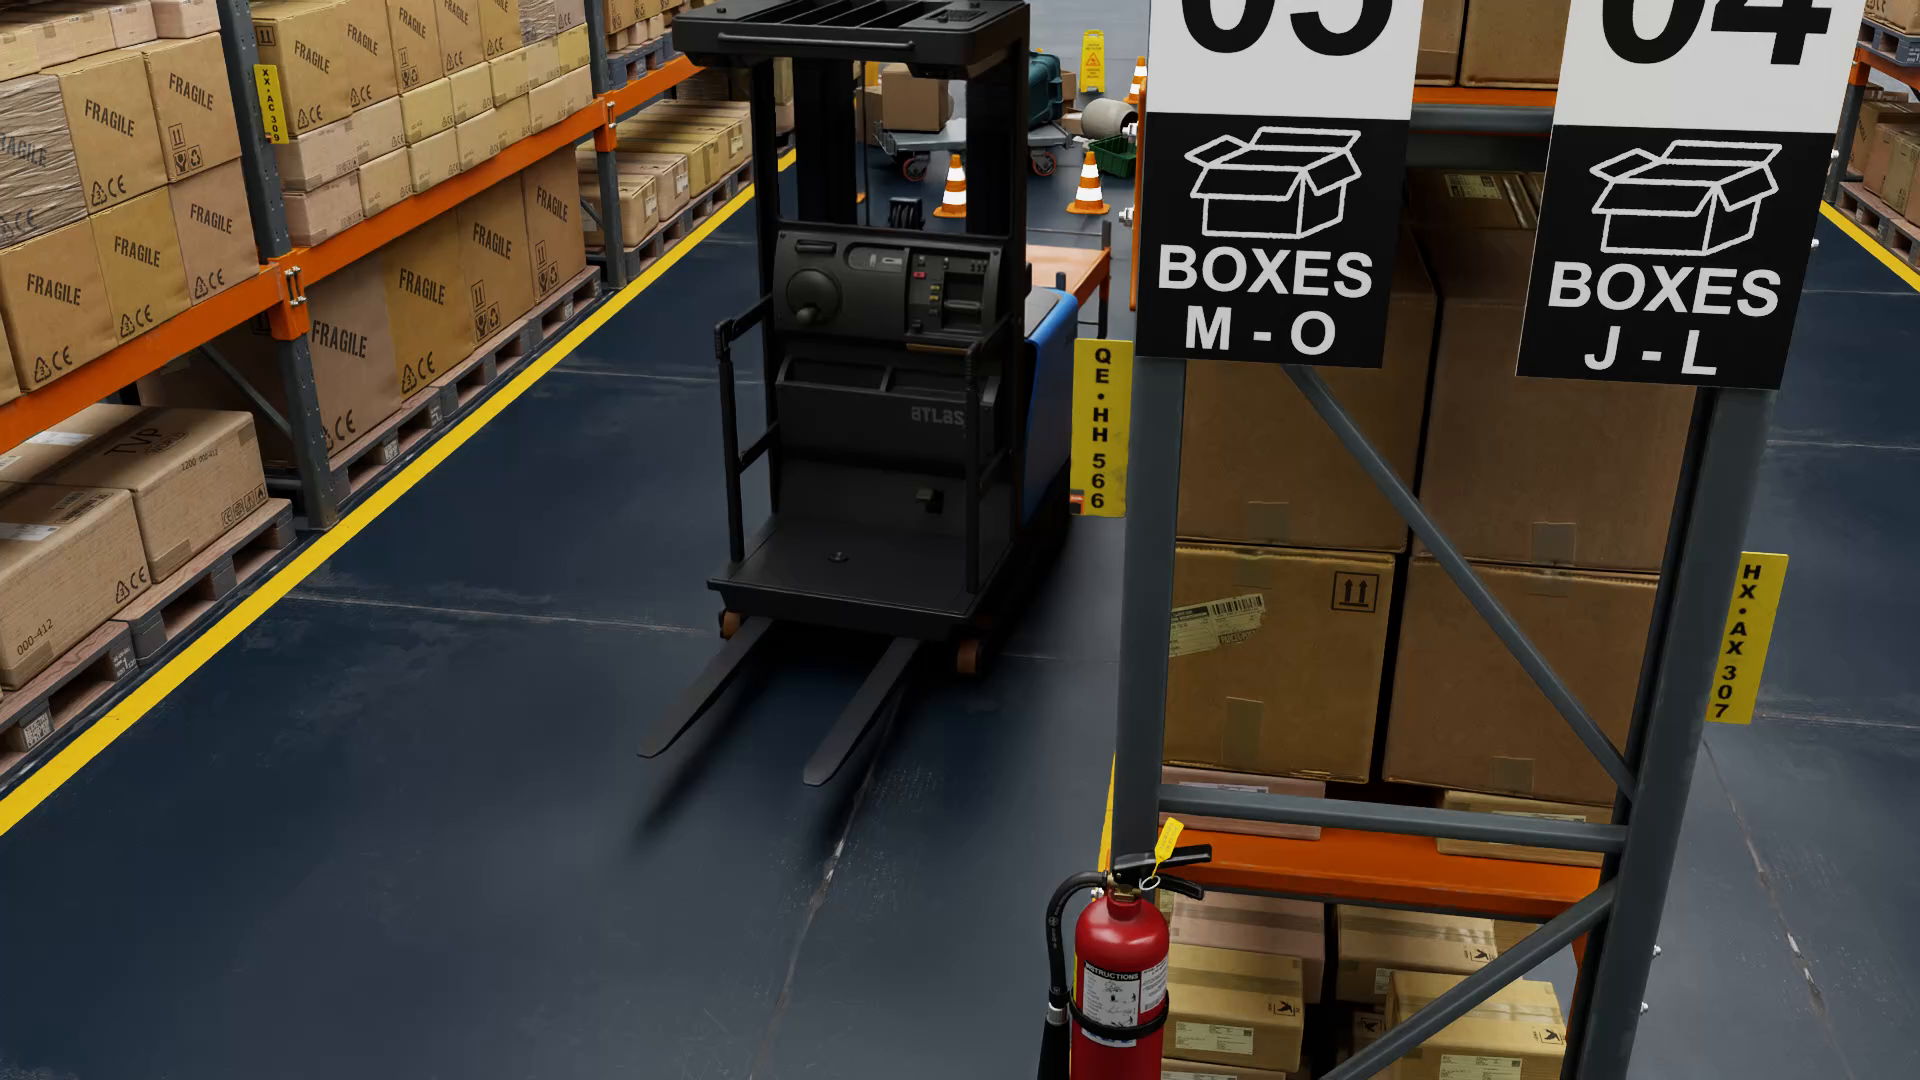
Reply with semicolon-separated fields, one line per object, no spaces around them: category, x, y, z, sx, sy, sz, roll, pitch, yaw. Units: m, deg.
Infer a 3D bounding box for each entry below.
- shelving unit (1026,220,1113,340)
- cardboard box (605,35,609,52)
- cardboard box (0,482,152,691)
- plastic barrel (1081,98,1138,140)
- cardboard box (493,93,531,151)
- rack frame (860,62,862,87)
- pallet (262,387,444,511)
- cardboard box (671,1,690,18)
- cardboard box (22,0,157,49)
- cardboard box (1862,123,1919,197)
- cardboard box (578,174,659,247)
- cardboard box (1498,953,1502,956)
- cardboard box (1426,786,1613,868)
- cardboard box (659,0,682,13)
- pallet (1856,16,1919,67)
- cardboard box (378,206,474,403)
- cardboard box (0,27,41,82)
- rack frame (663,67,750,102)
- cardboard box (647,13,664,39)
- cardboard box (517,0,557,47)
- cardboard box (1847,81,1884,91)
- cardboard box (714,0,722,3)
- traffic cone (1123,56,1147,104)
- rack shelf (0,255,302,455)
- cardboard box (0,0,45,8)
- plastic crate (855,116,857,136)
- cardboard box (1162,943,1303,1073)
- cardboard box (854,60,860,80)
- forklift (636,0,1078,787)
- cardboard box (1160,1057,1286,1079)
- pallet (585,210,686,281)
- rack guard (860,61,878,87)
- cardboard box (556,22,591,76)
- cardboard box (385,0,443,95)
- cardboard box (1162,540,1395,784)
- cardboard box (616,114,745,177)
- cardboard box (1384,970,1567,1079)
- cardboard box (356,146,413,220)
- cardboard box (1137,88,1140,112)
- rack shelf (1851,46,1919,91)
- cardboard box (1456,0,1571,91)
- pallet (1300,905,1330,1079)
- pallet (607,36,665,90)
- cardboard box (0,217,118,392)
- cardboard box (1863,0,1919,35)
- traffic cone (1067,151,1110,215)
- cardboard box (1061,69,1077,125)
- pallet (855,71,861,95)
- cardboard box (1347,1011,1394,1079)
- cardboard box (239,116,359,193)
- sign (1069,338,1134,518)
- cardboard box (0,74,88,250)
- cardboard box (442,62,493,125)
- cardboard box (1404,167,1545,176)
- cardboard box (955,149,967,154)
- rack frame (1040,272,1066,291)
shelving unit;0.398;-0.971;8.497;0.538;1.125;1.048;7;26;15
cardboard box;-2.568;-3.322;11.110;0.380;0.149;0.250;3;25;5
cardboard box;-3.813;0.150;6.418;0.875;0.438;0.875;3;25;7
plastic barrel;1.421;-3.909;15.602;0.421;0.421;0.512;-20;32;-36
cardboard box;-2.797;-2.401;9.518;0.500;0.250;0.500;4;25;8
rack frame;-1.497;-6.469;18.031;1.000;3.000;0.127;4;25;9
pallet;-3.407;-0.515;8.601;1.003;0.211;1.213;4;25;9
cardboard box;-2.256;-3.995;12.547;0.380;0.149;0.250;5;26;10
cardboard box;-3.345;-1.988;6.397;0.380;0.149;0.250;5;25;10
cardboard box;7.504;-2.921;12.882;0.700;0.500;0.500;2;25;4
cardboard box;-2.703;-2.358;11.855;0.950;0.372;0.625;2;25;5
cardboard box;1.335;1.109;4.710;0.380;0.149;0.250;4;25;9
cardboard box;1.164;0.525;3.387;0.380;0.149;0.250;4;25;8
cardboard box;-2.344;-4.106;12.020;0.500;0.500;0.500;4;25;9
pallet;7.357;-3.713;12.370;1.003;0.211;1.213;4;25;9
cardboard box;-3.296;-1.321;9.045;0.875;0.875;0.875;5;26;10
cardboard box;-3.424;-1.670;5.717;0.380;0.149;0.250;4;25;8
rack frame;-2.151;-4.796;14.457;1.000;3.000;0.127;4;25;9
cardboard box;-2.333;-3.663;11.838;0.380;0.149;0.250;4;25;9
cardboard box;-2.707;-3.171;9.690;0.500;0.500;0.500;4;25;9
cardboard box;7.841;-3.837;14.862;0.500;0.500;0.500;2;25;4
cardboard box;-2.068;-4.312;13.224;0.380;0.149;0.250;4;25;9
traffic cone;1.915;-4.895;17.662;0.336;0.463;0.334;4;25;9
rack shelf;-3.785;-0.288;5.675;1.077;0.370;4.000;4;25;9
cardboard box;-3.792;-2.019;6.463;0.380;0.149;0.250;4;25;9
plastic crate;-1.085;-4.073;16.358;0.402;0.080;0.583;-5;25;-10
cardboard box;0.624;1.116;3.992;0.380;0.149;0.250;4;25;9
cardboard box;-1.368;-5.047;17.742;0.500;0.250;0.500;4;25;8
forklift;-0.351;-0.969;6.364;1.130;2.935;3.031;7;26;15
cardboard box;0.593;1.250;4.059;0.380;0.149;0.250;3;25;7
pallet;-2.676;-2.187;12.172;1.003;0.211;1.213;4;25;9
rack guard;-1.510;-5.305;18.493;1.175;0.500;0.348;4;25;9
cardboard box;-2.633;-3.061;10.339;0.500;0.250;0.500;4;25;8
cardboard box;-2.963;-2.536;8.333;0.500;0.500;0.500;3;25;7
cardboard box;0.607;0.138;3.448;0.500;0.500;0.500;5;25;10
cardboard box;-2.348;-3.275;13.813;0.950;0.372;0.625;6;26;12
cardboard box;1.209;1.160;3.900;0.380;0.149;0.250;3;25;6
cardboard box;-3.043;-1.764;8.158;0.500;0.250;0.500;3;25;7
cardboard box;1.990;-4.084;15.883;0.500;0.500;0.500;8;26;18
rack shelf;7.299;-2.947;11.356;1.077;0.370;4.000;4;25;9
cardboard box;1.113;-0.937;2.852;0.500;0.250;0.500;5;26;10
pallet;0.968;1.418;4.472;1.003;0.211;1.213;4;25;9
pallet;-2.793;-3.341;11.576;1.213;0.211;1.003;4;25;9
cardboard box;-3.428;-0.857;5.924;0.500;0.500;0.500;4;25;8
cardboard box;7.358;-4.248;12.085;1.000;1.000;1.000;4;25;9
traffic cone;1.040;-2.890;13.378;0.336;0.463;0.334;4;25;9
cardboard box;0.713;-4.428;16.616;0.797;0.503;0.637;-14;29;-27
pallet;-1.677;-4.837;17.834;1.003;0.211;1.213;4;25;9
cardboard box;1.127;1.289;3.975;0.380;0.149;0.250;5;26;11
cardboard box;-3.108;-1.773;7.586;0.500;0.250;0.500;3;25;7
sign;0.244;-0.191;2.880;0.100;0.325;0.005;4;25;9
cardboard box;-3.428;-1.306;5.705;0.500;0.500;0.500;4;25;9
cardboard box;-2.861;-2.414;8.955;0.500;0.250;0.500;3;25;7
cardboard box;1.306;-0.706;4.072;0.500;0.500;0.500;3;25;7
cardboard box;0.100;-3.749;15.447;0.258;0.266;0.396;-14;29;-27
rack frame;0.253;-0.764;8.056;0.500;1.125;0.032;7;26;15
